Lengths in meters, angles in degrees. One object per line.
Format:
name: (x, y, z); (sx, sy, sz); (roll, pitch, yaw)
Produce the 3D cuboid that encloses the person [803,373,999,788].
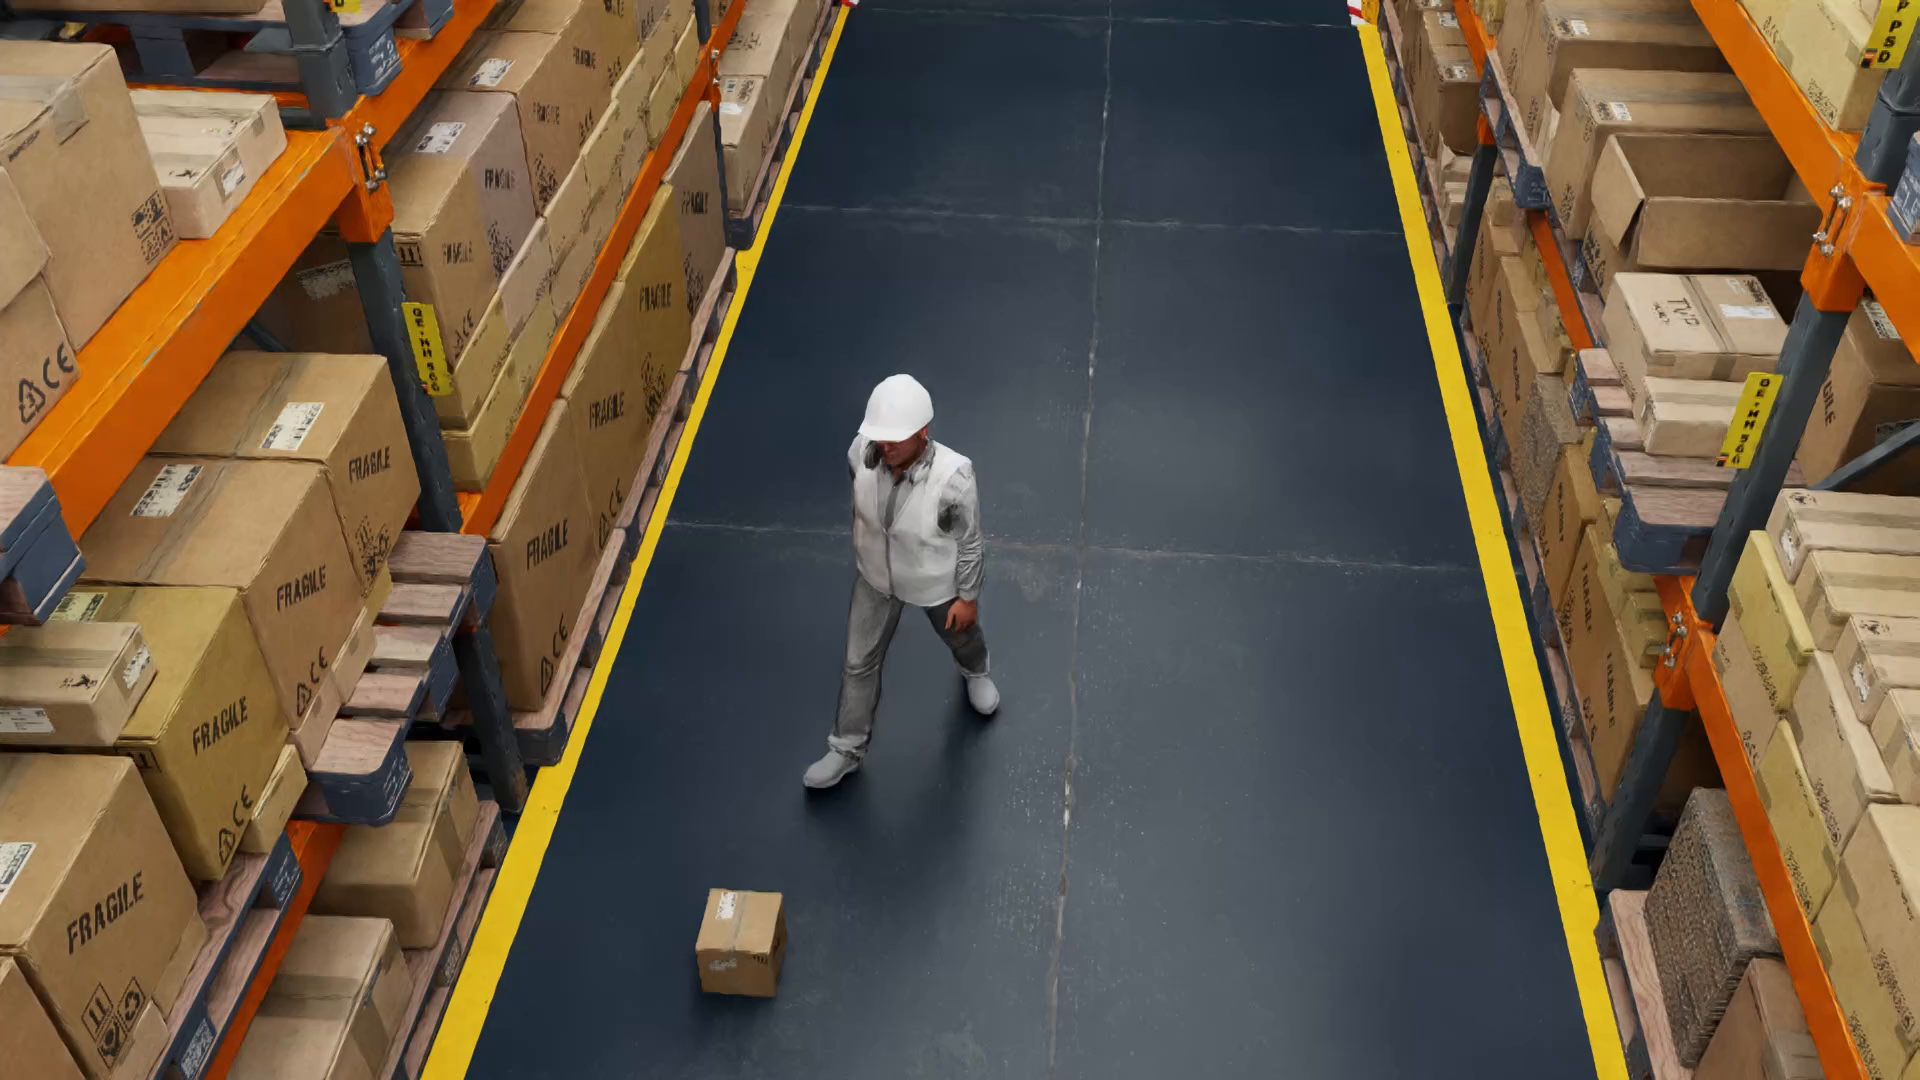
person: (-0.181, 0.123, 6.012); (0.582, 1.735, 0.945); (17, 43, 19)
